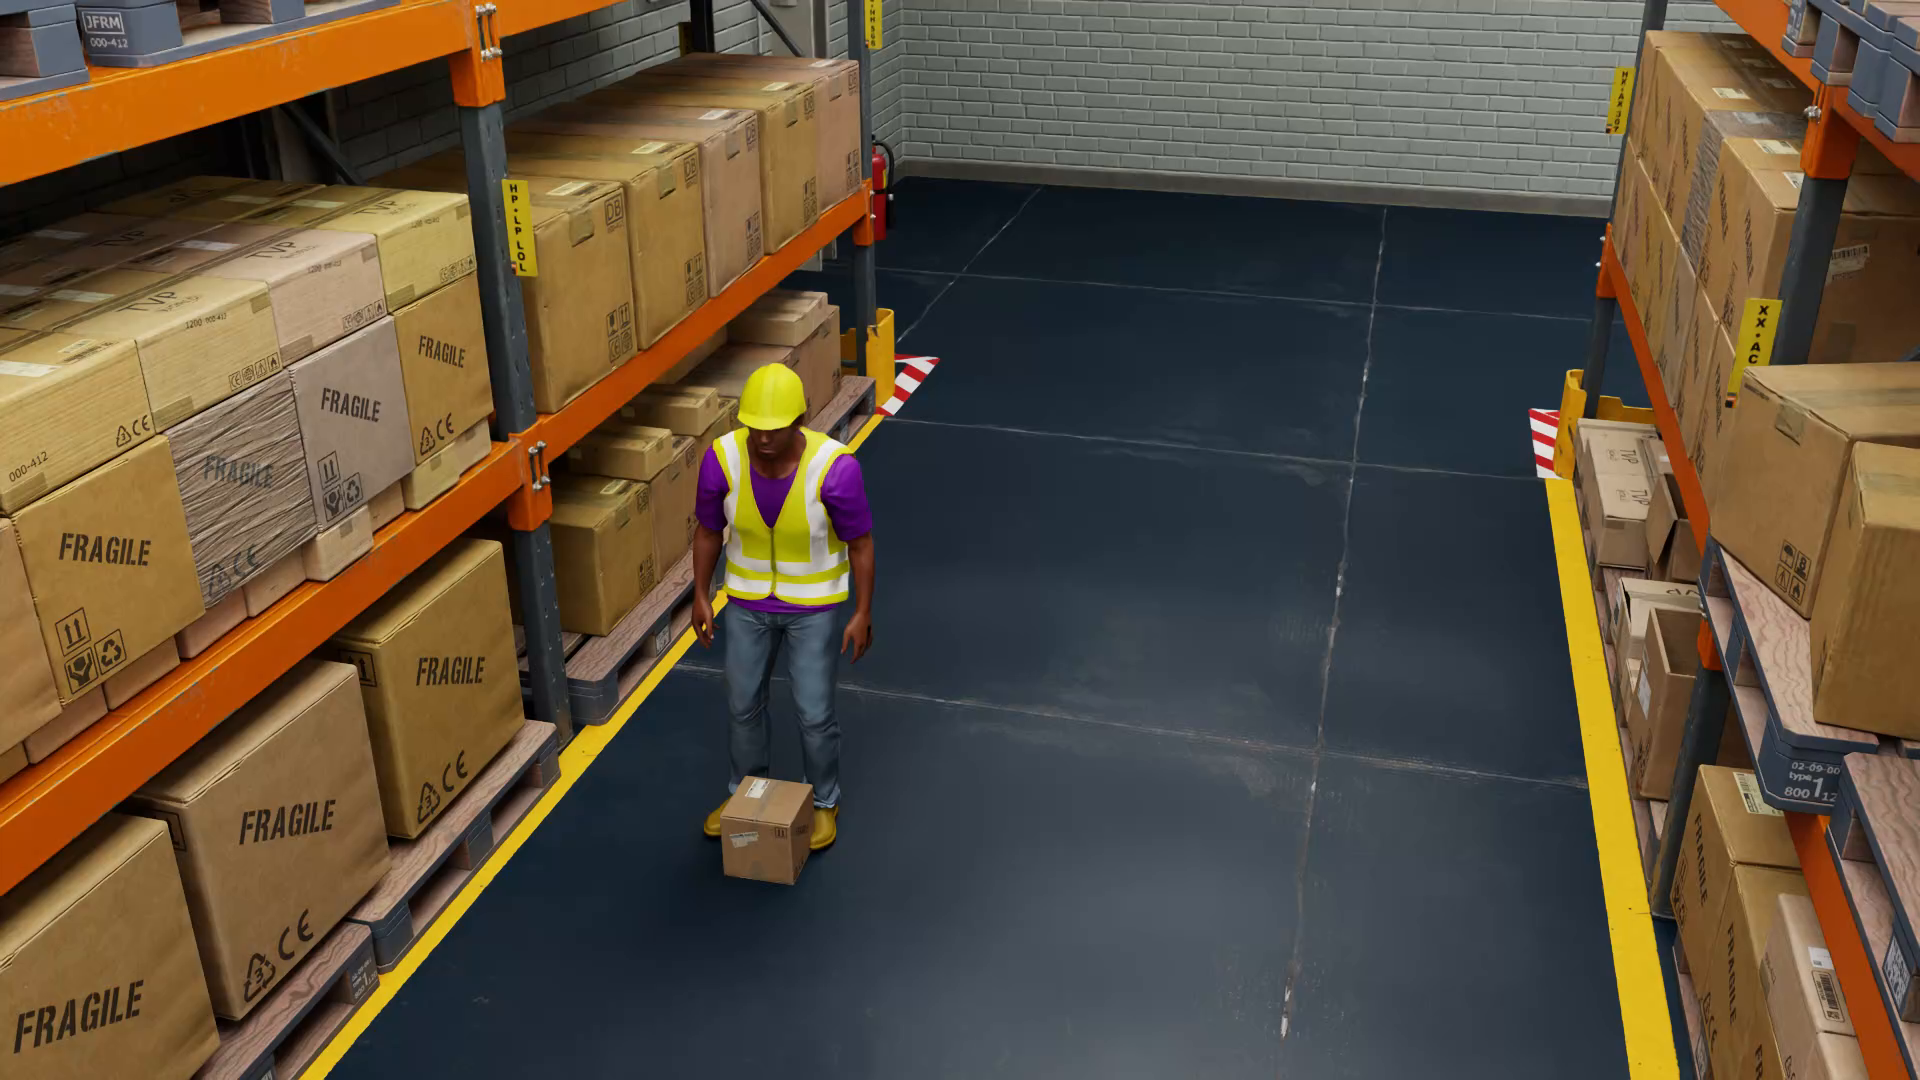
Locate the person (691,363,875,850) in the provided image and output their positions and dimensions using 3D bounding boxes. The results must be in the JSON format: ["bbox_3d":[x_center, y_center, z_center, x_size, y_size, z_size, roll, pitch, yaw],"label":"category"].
[{"bbox_3d":[-0.602,0.225,5.611,0.633,1.759,0.462,5,26,10],"label":"person"}]
